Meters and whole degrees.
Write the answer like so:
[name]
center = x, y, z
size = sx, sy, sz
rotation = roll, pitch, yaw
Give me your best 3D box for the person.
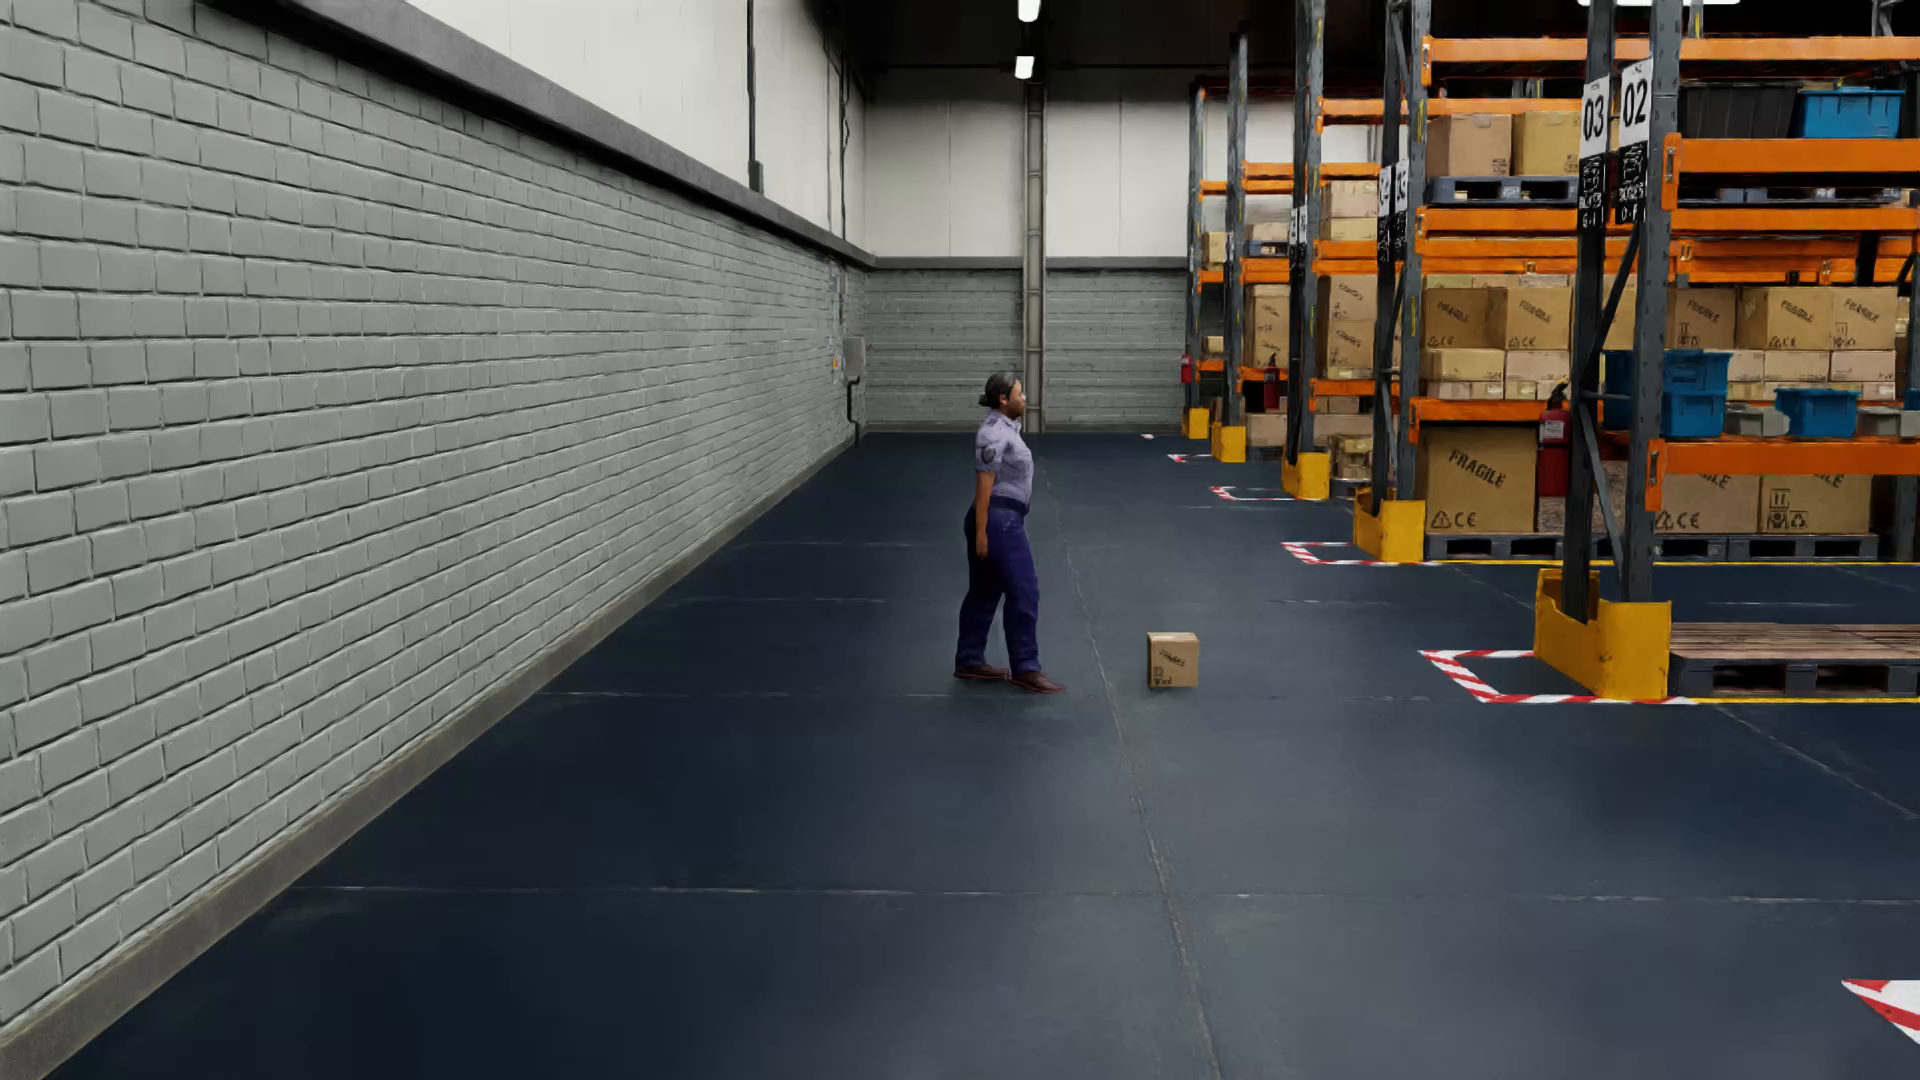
[person]
center = 0.259, -0.050, 8.750
size = 0.587, 1.667, 0.496
rotation = 0, 7, 1
